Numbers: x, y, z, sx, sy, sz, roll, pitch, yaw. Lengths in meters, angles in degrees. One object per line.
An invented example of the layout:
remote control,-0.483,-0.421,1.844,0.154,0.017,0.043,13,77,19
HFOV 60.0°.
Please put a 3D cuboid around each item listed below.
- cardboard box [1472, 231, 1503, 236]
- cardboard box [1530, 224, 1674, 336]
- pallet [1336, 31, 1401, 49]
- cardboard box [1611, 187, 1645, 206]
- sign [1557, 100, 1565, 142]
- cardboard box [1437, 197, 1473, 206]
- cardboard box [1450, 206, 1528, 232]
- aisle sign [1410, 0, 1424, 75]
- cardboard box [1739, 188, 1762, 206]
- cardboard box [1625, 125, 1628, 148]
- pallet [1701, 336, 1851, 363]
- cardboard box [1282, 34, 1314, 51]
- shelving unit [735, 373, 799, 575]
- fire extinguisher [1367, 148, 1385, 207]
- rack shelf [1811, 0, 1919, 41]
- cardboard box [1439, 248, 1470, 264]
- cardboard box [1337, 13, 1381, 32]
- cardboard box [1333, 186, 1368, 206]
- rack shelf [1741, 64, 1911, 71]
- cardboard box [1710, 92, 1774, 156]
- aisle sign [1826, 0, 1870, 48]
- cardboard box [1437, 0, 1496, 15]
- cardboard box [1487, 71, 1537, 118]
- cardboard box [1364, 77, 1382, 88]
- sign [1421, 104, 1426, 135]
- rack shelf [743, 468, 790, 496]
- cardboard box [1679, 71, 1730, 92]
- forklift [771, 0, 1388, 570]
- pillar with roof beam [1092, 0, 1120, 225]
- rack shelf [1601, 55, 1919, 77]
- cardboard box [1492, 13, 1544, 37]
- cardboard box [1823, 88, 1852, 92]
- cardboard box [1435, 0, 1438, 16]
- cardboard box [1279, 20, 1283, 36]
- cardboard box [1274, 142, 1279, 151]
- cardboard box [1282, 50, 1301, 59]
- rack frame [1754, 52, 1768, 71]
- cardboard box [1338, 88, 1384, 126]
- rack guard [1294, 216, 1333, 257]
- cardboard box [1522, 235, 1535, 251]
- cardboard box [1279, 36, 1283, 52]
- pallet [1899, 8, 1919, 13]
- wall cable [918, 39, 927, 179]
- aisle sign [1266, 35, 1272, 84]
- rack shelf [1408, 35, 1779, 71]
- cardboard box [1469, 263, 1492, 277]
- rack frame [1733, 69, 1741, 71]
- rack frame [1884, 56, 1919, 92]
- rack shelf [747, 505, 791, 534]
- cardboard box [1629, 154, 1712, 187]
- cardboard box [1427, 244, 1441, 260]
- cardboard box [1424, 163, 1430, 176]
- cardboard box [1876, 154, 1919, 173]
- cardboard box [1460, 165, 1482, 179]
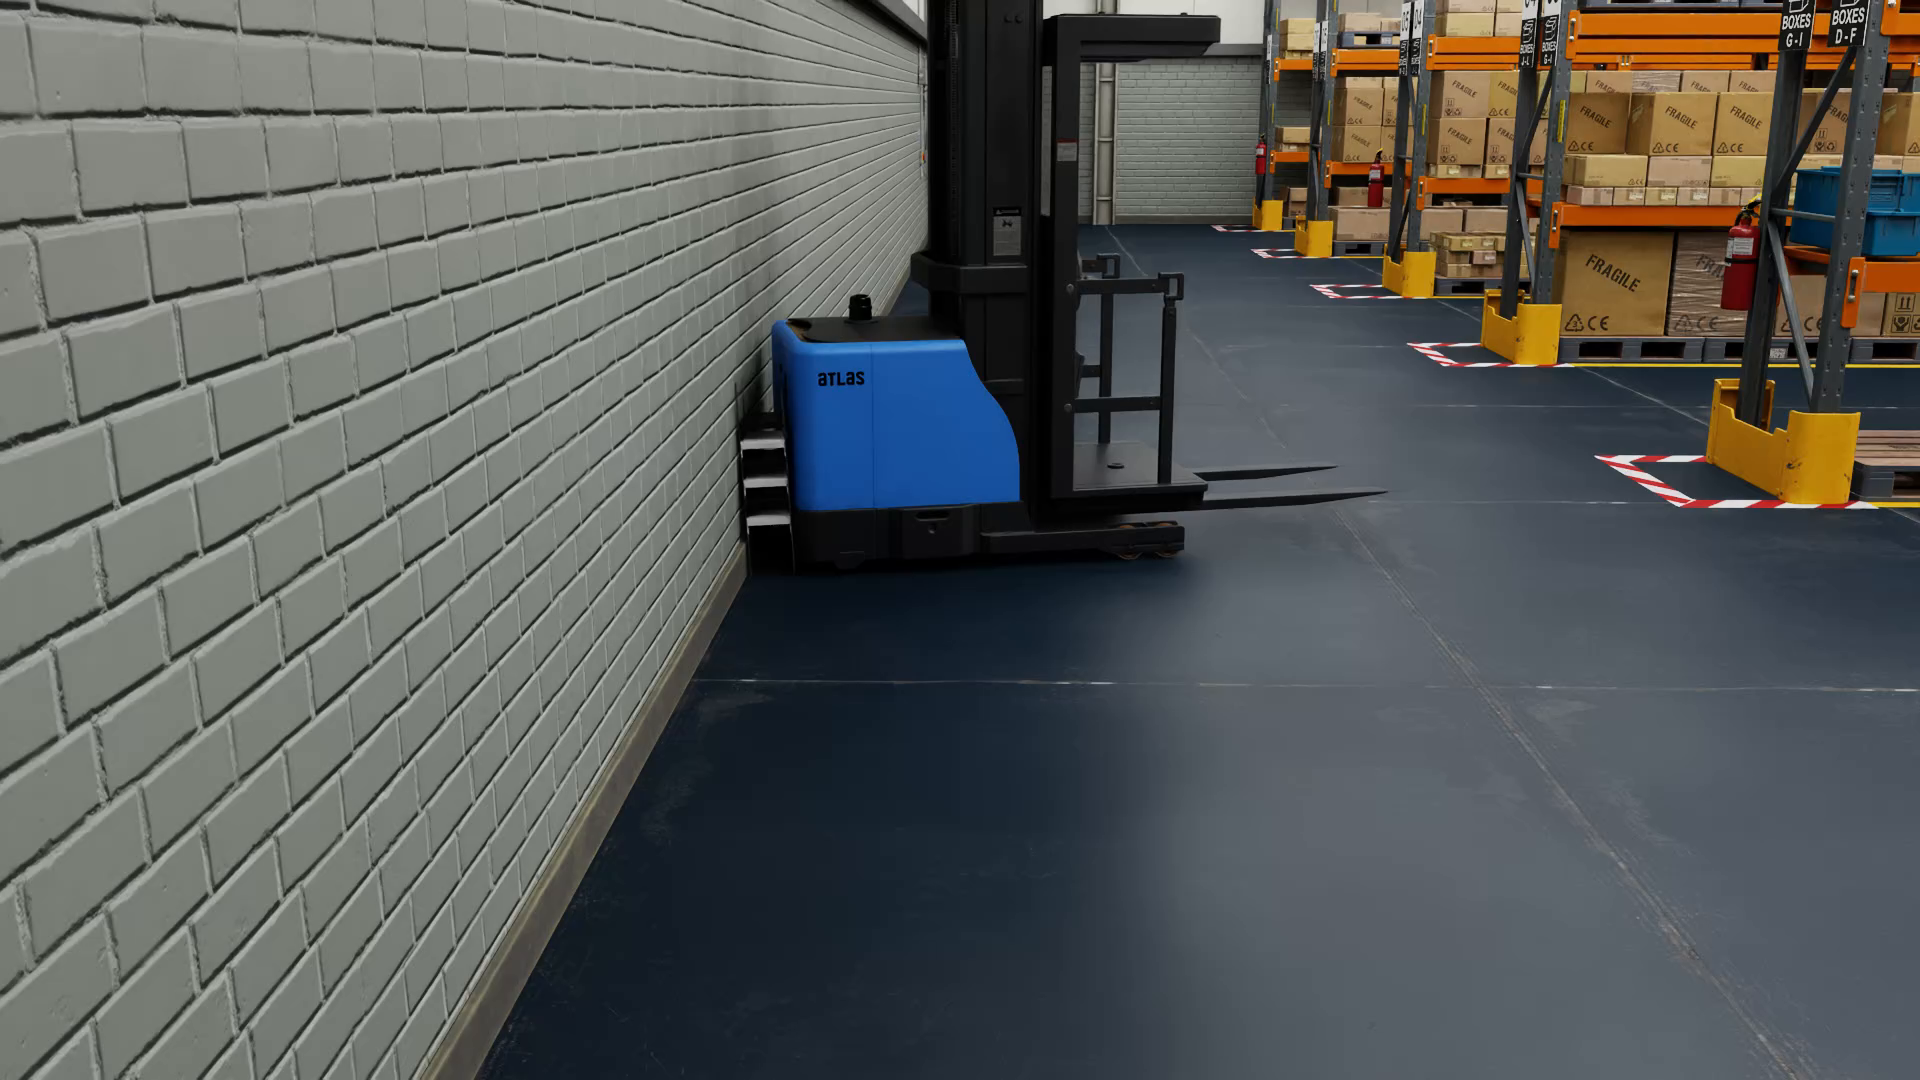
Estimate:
cardboard box,6.138,-3.511,19.368,0.250,0.149,0.380,0,15,0
cardboard box,5.505,-2.251,14.335,0.875,0.875,0.875,0,15,1
pallet,5.858,-6.992,23.255,1.213,0.211,1.003,0,15,1
cardboard box,5.466,-2.850,13.755,0.250,0.149,0.380,0,15,1
sign,4.843,-3.375,13.399,0.005,0.325,0.100,0,15,1
cardboard box,8.583,-5.794,28.868,0.500,0.311,0.500,1,15,3
cardboard box,7.595,-4.562,23.950,0.875,0.438,0.875,0,15,0
aisle sign,5.010,-5.505,18.228,0.004,0.787,0.394,0,15,1
cardboard box,6.495,-2.844,13.731,0.250,0.149,0.380,0,15,1
cardboard box,7.067,-4.437,18.499,0.500,0.500,0.500,0,15,0
pallet,6.880,-1.717,14.435,1.213,0.211,1.003,0,15,1
cardboard box,5.675,-8.302,27.756,0.500,0.250,0.500,0,15,1
shelving unit,-0.892,-0.306,7.717,0.210,0.900,0.258,-3,15,0
fire extinguisher,4.850,-4.225,19.357,0.183,0.674,0.296,0,15,1
rack shelf,6.736,-2.886,8.928,4.000,0.370,1.077,0,15,1
cardboard box,5.608,-3.223,18.859,0.250,0.149,0.380,1,15,4
cardboard box,5.568,-7.236,23.281,0.500,0.250,0.500,-1,15,-4
cardboard box,6.701,-5.803,28.533,0.500,0.500,0.700,1,15,4
rack shelf,15.236,-7.890,27.895,4.000,0.370,1.077,0,15,1
cardboard box,6.354,-3.416,13.649,0.500,0.500,0.500,0,15,0
aisle sign,4.657,-2.978,8.651,0.004,0.787,0.394,0,15,1
cardboard box,5.533,-5.874,18.158,0.500,0.250,0.500,1,15,2
cardboard box,6.037,-4.927,18.395,0.500,0.500,0.500,1,15,3
cardboard box,5.727,-6.376,23.198,0.250,0.149,0.380,1,15,3
sign,5.077,-4.604,18.213,0.005,0.325,0.100,0,15,1
rack shelf,-0.890,-0.274,7.726,0.200,0.077,0.258,-3,15,0
cardboard box,8.095,-4.909,18.328,0.500,0.500,0.500,0,15,0
forklift,0.616,-1.451,8.093,3.031,2.935,1.130,-3,15,-12
pillar with roof beam,2.456,-8.903,24.444,0.400,9.000,9.100,0,15,1
rack shelf,11.114,-6.650,23.196,4.000,0.370,1.077,0,15,1
cardboard box,6.059,-5.629,18.209,0.500,0.250,0.500,1,15,3
cardboard box,12.077,-6.004,23.062,0.500,0.500,0.500,1,15,2
cardboard box,5.557,-6.005,18.655,0.500,0.250,0.500,0,15,0
cardboard box,5.690,-8.684,28.226,0.500,0.250,0.500,0,15,0
cardboard box,5.577,-6.797,28.716,0.250,0.149,0.380,0,15,1
cardboard box,5.552,-8.120,27.849,0.250,0.149,0.380,1,15,3
rack frame,9.089,-4.297,18.749,0.127,3.000,1.000,0,15,1
cardboard box,5.588,-6.043,23.207,0.500,0.500,0.500,0,15,0
rack guard,5.092,-4.378,23.954,0.348,0.500,1.175,0,15,1
cardboard box,6.383,-3.360,18.794,0.250,0.149,0.380,0,15,-1
cardboard box,5.690,-8.441,28.283,0.500,0.250,0.500,0,15,0
pallet,8.044,-4.449,13.616,1.213,0.211,1.003,0,15,1
wall cable,-0.522,-6.124,23.618,0.123,1.953,0.585,0,15,1
aisle sign,5.163,-8.035,27.819,0.004,0.787,0.394,0,15,1
rack shelf,7.090,-5.413,18.507,4.000,0.370,1.077,0,15,1
cardboard box,5.870,-3.082,18.908,0.250,0.149,0.380,0,15,1
rack frame,13.236,-6.800,28.235,0.127,3.000,1.000,0,15,1
rack frame,13.113,-5.534,23.437,0.127,3.000,1.000,0,15,1
rack shelf,-0.882,-0.100,7.772,0.200,0.077,0.258,-3,15,0
cardboard box,5.855,-3.057,13.758,0.500,0.250,0.500,0,15,1
cardboard box,5.625,-3.361,19.383,0.250,0.149,0.380,0,15,0
cardboard box,5.424,-4.272,19.145,0.250,0.149,0.380,0,15,1
cardboard box,7.896,-3.043,13.706,0.500,0.250,0.500,1,15,3
cardboard box,5.661,-4.125,18.588,0.250,0.149,0.380,1,15,3
